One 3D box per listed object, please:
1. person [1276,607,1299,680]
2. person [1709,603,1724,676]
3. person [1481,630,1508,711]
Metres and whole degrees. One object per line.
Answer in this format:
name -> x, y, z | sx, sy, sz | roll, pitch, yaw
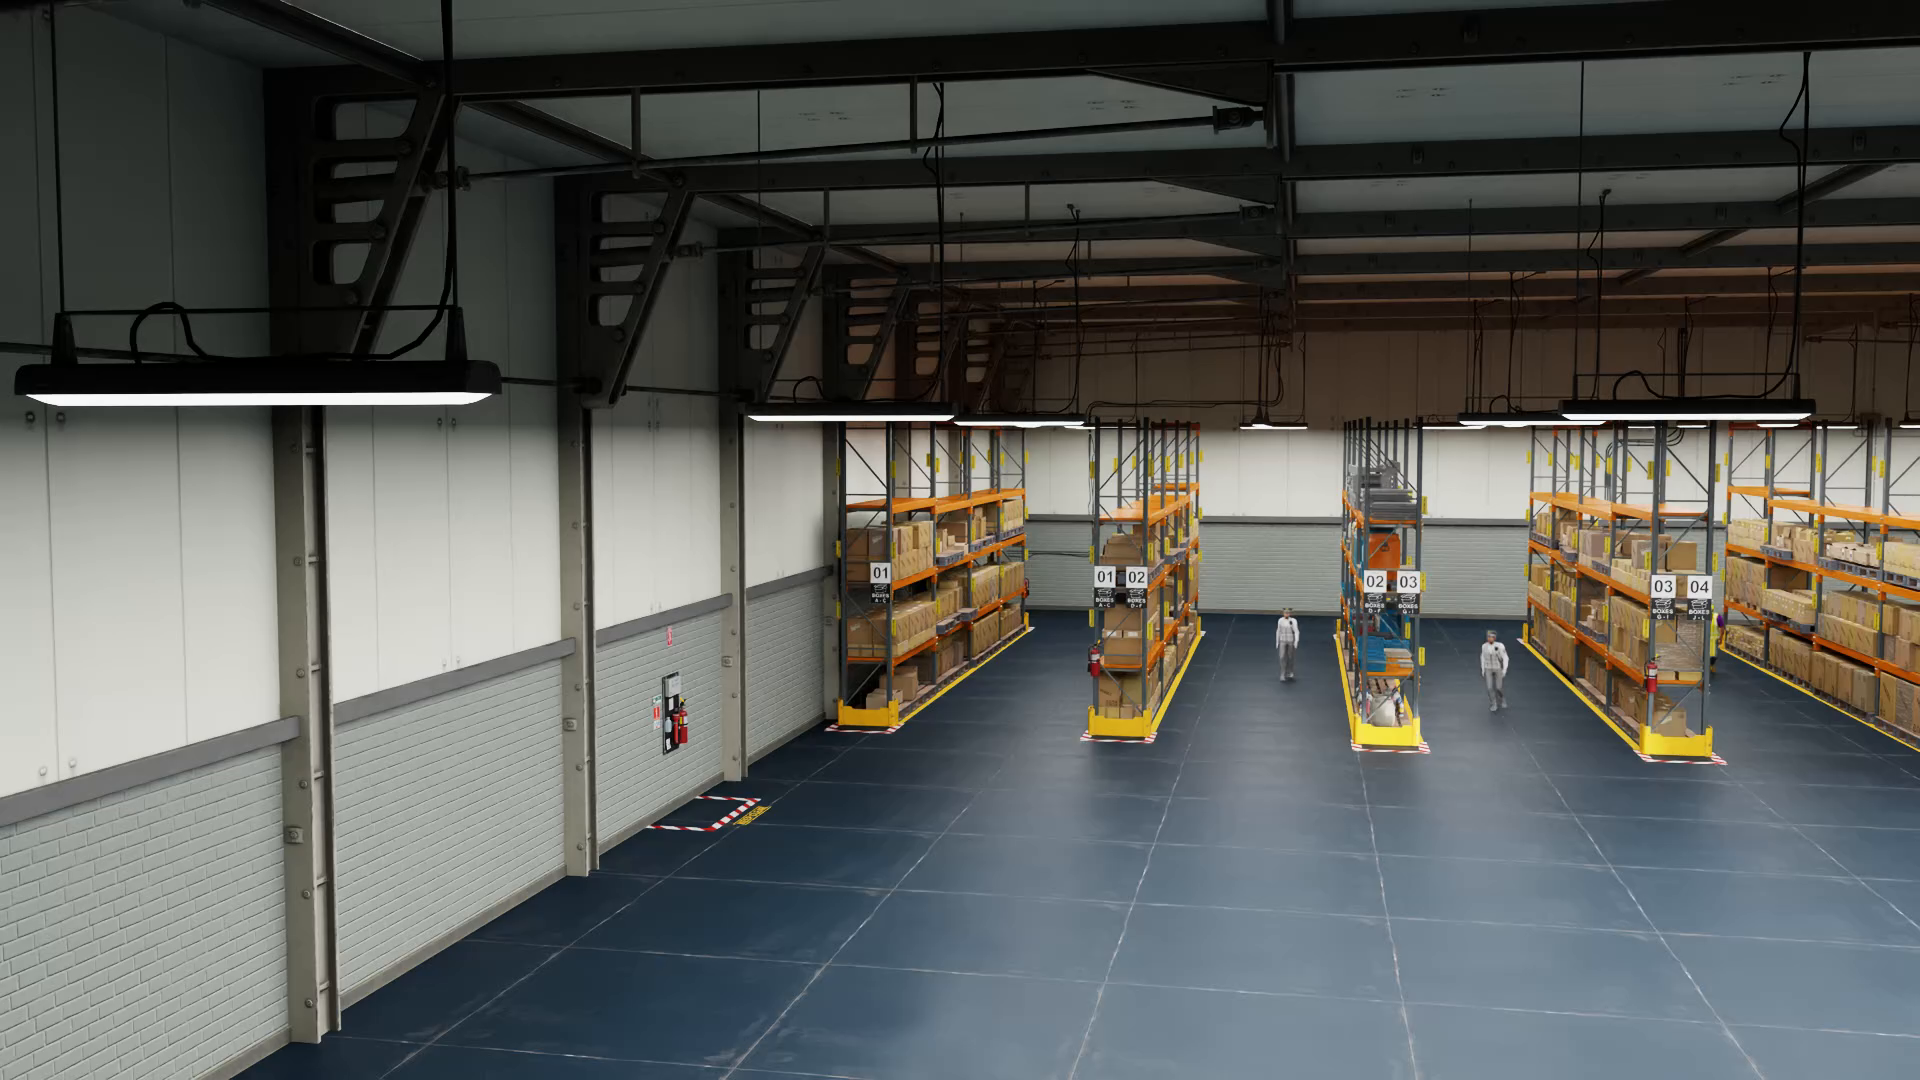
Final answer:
person -> 7.599, 2.393, 38.598 | 0.542, 1.683, 0.638 | 2, 4, 22
person -> 17.621, 2.319, 39.134 | 0.636, 1.739, 0.678 | 1, 4, 22
person -> 11.034, 2.676, 34.316 | 0.566, 1.659, 0.480 | 3, 4, 34
